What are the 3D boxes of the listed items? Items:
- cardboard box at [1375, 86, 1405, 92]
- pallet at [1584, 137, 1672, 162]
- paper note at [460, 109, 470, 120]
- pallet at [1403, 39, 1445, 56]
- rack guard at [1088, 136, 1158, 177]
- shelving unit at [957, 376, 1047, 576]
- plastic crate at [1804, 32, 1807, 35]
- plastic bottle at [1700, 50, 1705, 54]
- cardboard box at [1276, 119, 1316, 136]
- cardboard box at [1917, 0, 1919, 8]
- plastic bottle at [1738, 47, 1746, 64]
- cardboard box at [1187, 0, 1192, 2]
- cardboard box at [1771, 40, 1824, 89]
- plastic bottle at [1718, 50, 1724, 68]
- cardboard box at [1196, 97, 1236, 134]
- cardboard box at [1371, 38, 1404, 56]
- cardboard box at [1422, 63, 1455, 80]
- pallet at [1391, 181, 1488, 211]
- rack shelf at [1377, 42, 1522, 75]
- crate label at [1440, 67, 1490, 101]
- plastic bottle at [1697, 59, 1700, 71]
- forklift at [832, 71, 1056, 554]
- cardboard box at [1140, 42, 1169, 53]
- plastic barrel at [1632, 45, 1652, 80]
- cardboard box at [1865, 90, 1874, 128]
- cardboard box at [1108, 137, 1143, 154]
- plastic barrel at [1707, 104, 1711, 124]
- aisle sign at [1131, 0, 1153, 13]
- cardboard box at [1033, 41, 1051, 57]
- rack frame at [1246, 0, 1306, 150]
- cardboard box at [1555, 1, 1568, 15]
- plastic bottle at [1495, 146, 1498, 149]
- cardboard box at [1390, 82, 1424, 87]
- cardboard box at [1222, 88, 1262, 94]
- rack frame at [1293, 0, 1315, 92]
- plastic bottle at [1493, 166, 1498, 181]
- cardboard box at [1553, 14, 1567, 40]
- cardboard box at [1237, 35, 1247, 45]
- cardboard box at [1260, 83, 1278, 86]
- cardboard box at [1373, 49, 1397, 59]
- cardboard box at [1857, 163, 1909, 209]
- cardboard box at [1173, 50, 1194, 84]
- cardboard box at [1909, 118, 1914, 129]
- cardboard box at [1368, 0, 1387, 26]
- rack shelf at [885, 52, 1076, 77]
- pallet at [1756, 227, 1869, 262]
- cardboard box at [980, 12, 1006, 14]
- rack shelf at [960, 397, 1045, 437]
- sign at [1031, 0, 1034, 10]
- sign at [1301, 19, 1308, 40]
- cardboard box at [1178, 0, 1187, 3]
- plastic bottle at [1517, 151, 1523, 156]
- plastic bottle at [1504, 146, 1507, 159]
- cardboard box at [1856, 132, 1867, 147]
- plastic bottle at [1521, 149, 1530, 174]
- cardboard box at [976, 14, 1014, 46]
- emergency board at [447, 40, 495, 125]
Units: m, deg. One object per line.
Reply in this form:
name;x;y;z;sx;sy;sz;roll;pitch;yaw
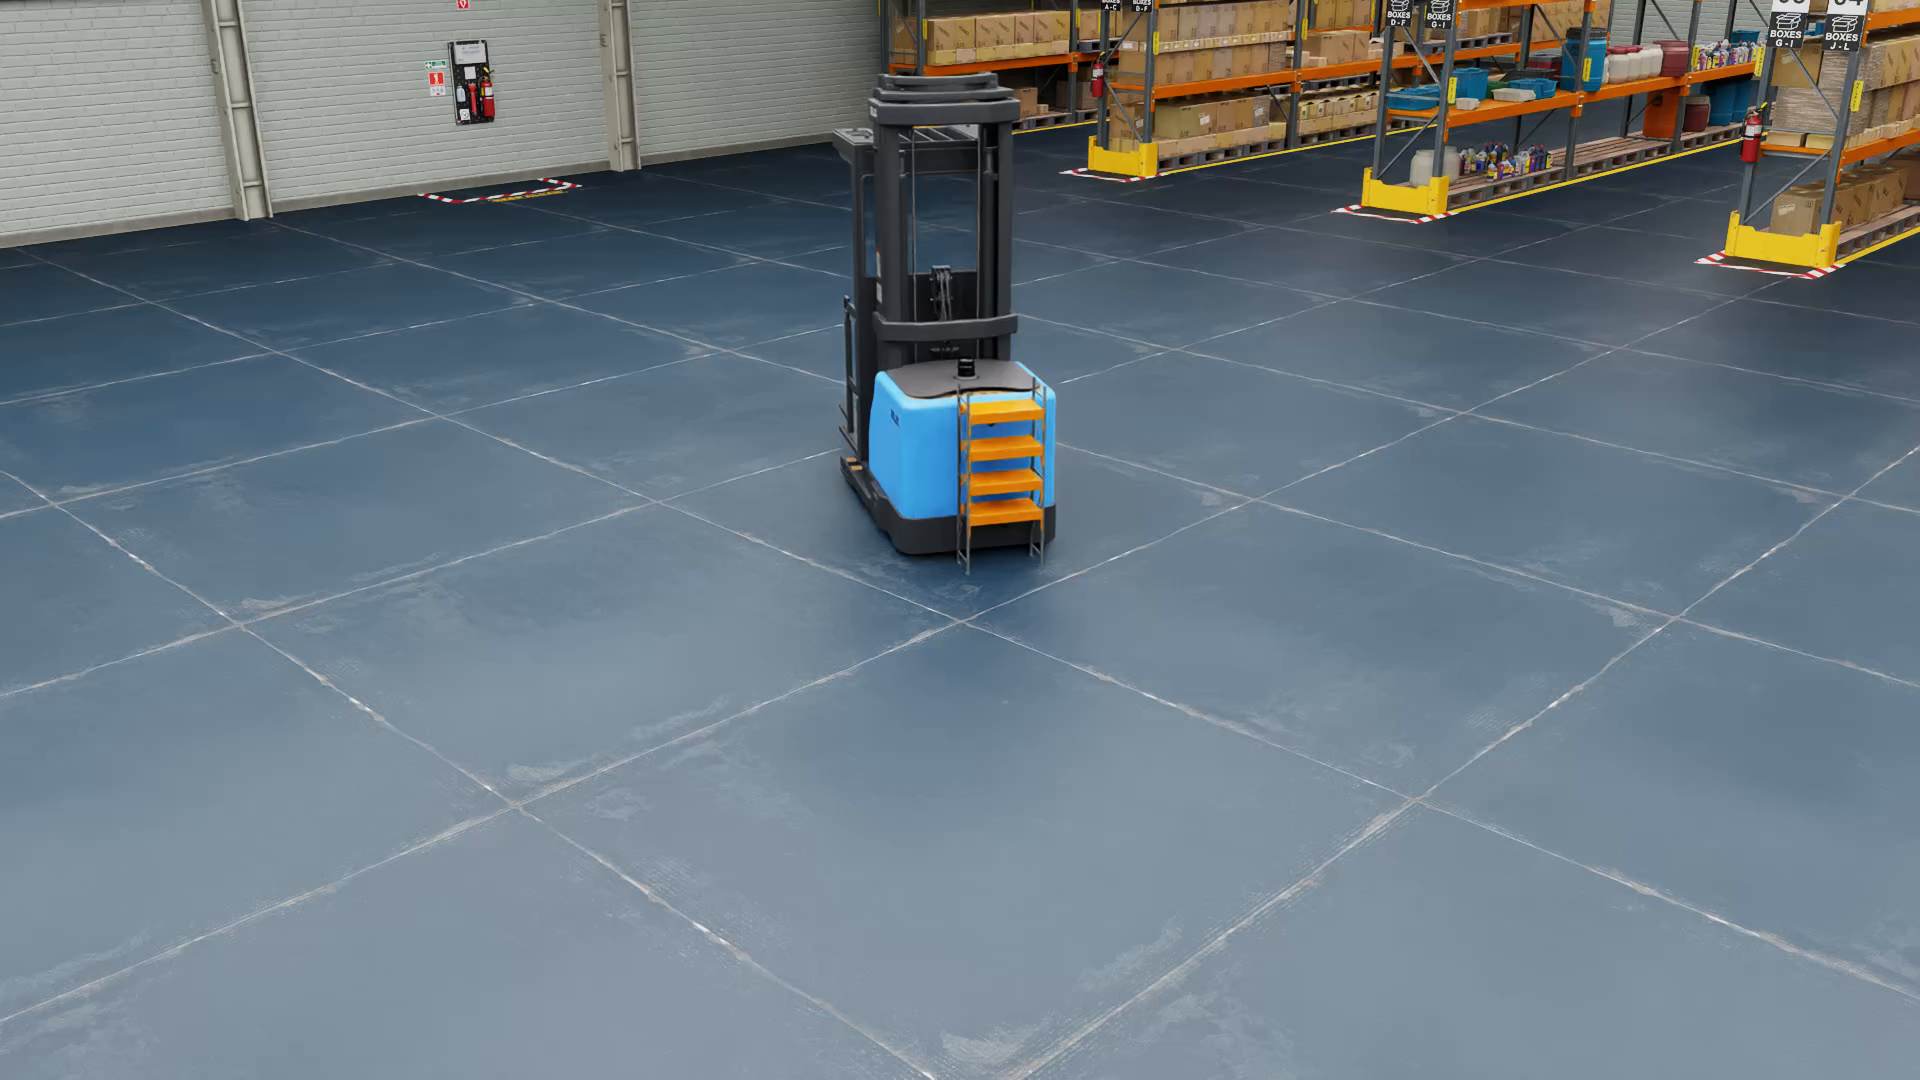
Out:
cardboard box;7.953;-8.224;30.757;0.500;0.311;0.500;-19;28;-41
pallet;11.120;-6.515;27.730;1.003;0.211;1.213;19;28;41
paper note;-7.232;-6.218;24.299;0.016;0.148;0.142;19;28;41
pallet;8.564;-9.349;31.484;1.213;0.211;1.003;19;28;41
rack guard;2.544;-6.017;26.032;1.175;0.500;0.348;19;28;41
shelving unit;0.256;-0.398;10.437;0.503;1.200;0.258;-6;22;-15
plastic crate;16.402;-9.862;32.701;0.416;0.233;0.300;19;28;41
plastic bottle;13.177;-8.593;29.528;0.097;0.201;0.097;0;21;0
cardboard box;5.810;-7.172;28.801;0.500;0.250;0.500;18;28;39
cardboard box;11.241;-6.494;19.819;0.500;0.250;0.500;-19;28;-40
plastic bottle;13.735;-8.536;29.274;0.152;0.276;0.135;19;28;41
cardboard box;4.721;-11.212;34.436;0.500;0.250;0.500;-19;28;-41
cardboard box;9.863;-5.565;19.425;0.500;0.500;0.500;19;28;41
plastic bottle;13.060;-8.267;28.565;0.061;0.283;0.133;19;28;41
cardboard box;4.143;-6.920;27.099;0.500;0.500;0.500;19;28;41
cardboard box;7.857;-9.122;30.751;0.500;0.311;0.500;-18;27;-39
cardboard box;9.373;-9.214;32.691;0.500;0.250;0.500;19;28;40
pallet;6.697;-4.886;23.494;1.003;0.211;1.213;19;28;41
rack shelf;9.537;-9.425;32.417;1.077;0.370;4.000;19;28;41
crate label;7.197;-6.507;23.773;0.502;0.435;0.616;19;28;41
plastic bottle;12.390;-7.991;27.962;0.097;0.201;0.097;0;21;0
forklift;-0.250;-1.773;11.603;1.130;2.935;3.031;-6;22;-14
cardboard box;2.989;-7.586;25.588;0.380;0.149;0.250;19;28;40
plastic barrel;10.830;-7.632;26.593;0.421;0.512;0.421;0;21;0
cardboard box;10.322;-5.188;19.838;0.875;0.500;0.500;19;28;41
cardboard box;2.723;-6.314;26.569;0.500;0.250;0.500;19;28;41
plastic barrel;13.135;-7.628;29.623;0.421;0.512;0.421;0;21;0
aisle sign;2.735;-8.310;24.890;0.394;0.787;0.004;19;28;41
cardboard box;1.333;-9.073;30.680;0.500;0.250;0.500;19;28;41
rack frame;5.351;-8.218;28.275;1.000;3.000;0.127;19;28;41
cardboard box;12.181;-11.103;34.249;0.500;0.500;0.500;18;28;39
plastic bottle;8.155;-5.849;25.295;0.135;0.276;0.152;-19;28;-40
cardboard box;8.626;-8.584;32.098;0.500;0.500;0.500;-19;28;-40
cardboard box;4.804;-7.440;28.452;0.500;0.500;0.500;19;28;41
rack frame;7.380;-11.513;36.848;1.000;3.000;0.127;19;28;41
plastic bottle;7.668;-5.263;23.874;0.097;0.201;0.097;0;21;0
cardboard box;12.188;-10.645;34.448;0.500;0.500;0.500;19;28;40
cardboard box;4.428;-8.118;26.971;0.250;0.149;0.380;-19;28;-41
cardboard box;6.402;-10.277;36.043;0.750;0.750;0.750;-19;28;-40
cardboard box;7.712;-8.829;30.214;0.380;0.149;0.250;19;28;41
cardboard box;12.139;-4.674;21.954;0.500;0.500;0.500;18;28;39
cardboard box;3.259;-7.490;26.240;0.500;0.500;0.700;-19;28;-41
cardboard box;11.745;-5.257;20.922;0.380;0.149;0.250;19;28;41
cardboard box;9.323;-12.358;38.628;0.980;0.700;0.700;19;28;40
rack shelf;0.404;-8.607;30.290;1.077;0.370;4.000;19;28;41
pallet;10.301;-3.628;20.218;1.003;0.211;1.213;19;28;41
cardboard box;0.607;-9.419;30.535;0.500;0.500;0.500;-19;28;-41
rack shelf;0.256;-0.764;10.296;0.480;0.148;0.258;-6;22;-15
sign;1.399;-10.135;31.649;0.100;0.325;0.005;19;28;41
sign;5.750;-8.521;27.745;0.100;0.325;0.005;19;28;41
cardboard box;4.371;-10.944;33.710;0.380;0.149;0.250;15;26;34
plastic bottle;8.397;-5.655;24.790;0.152;0.276;0.135;19;28;41
plastic bottle;8.232;-5.826;25.225;0.061;0.283;0.133;19;28;41
cardboard box;10.399;-4.726;19.539;0.380;0.149;0.250;19;28;41
plastic bottle;8.296;-5.576;24.481;0.144;0.351;0.185;19;28;40
cardboard box;0.626;-9.157;29.854;0.500;0.500;0.500;-19;28;-40
emergency board;-7.059;-6.657;24.214;0.194;1.169;0.643;19;28;41
